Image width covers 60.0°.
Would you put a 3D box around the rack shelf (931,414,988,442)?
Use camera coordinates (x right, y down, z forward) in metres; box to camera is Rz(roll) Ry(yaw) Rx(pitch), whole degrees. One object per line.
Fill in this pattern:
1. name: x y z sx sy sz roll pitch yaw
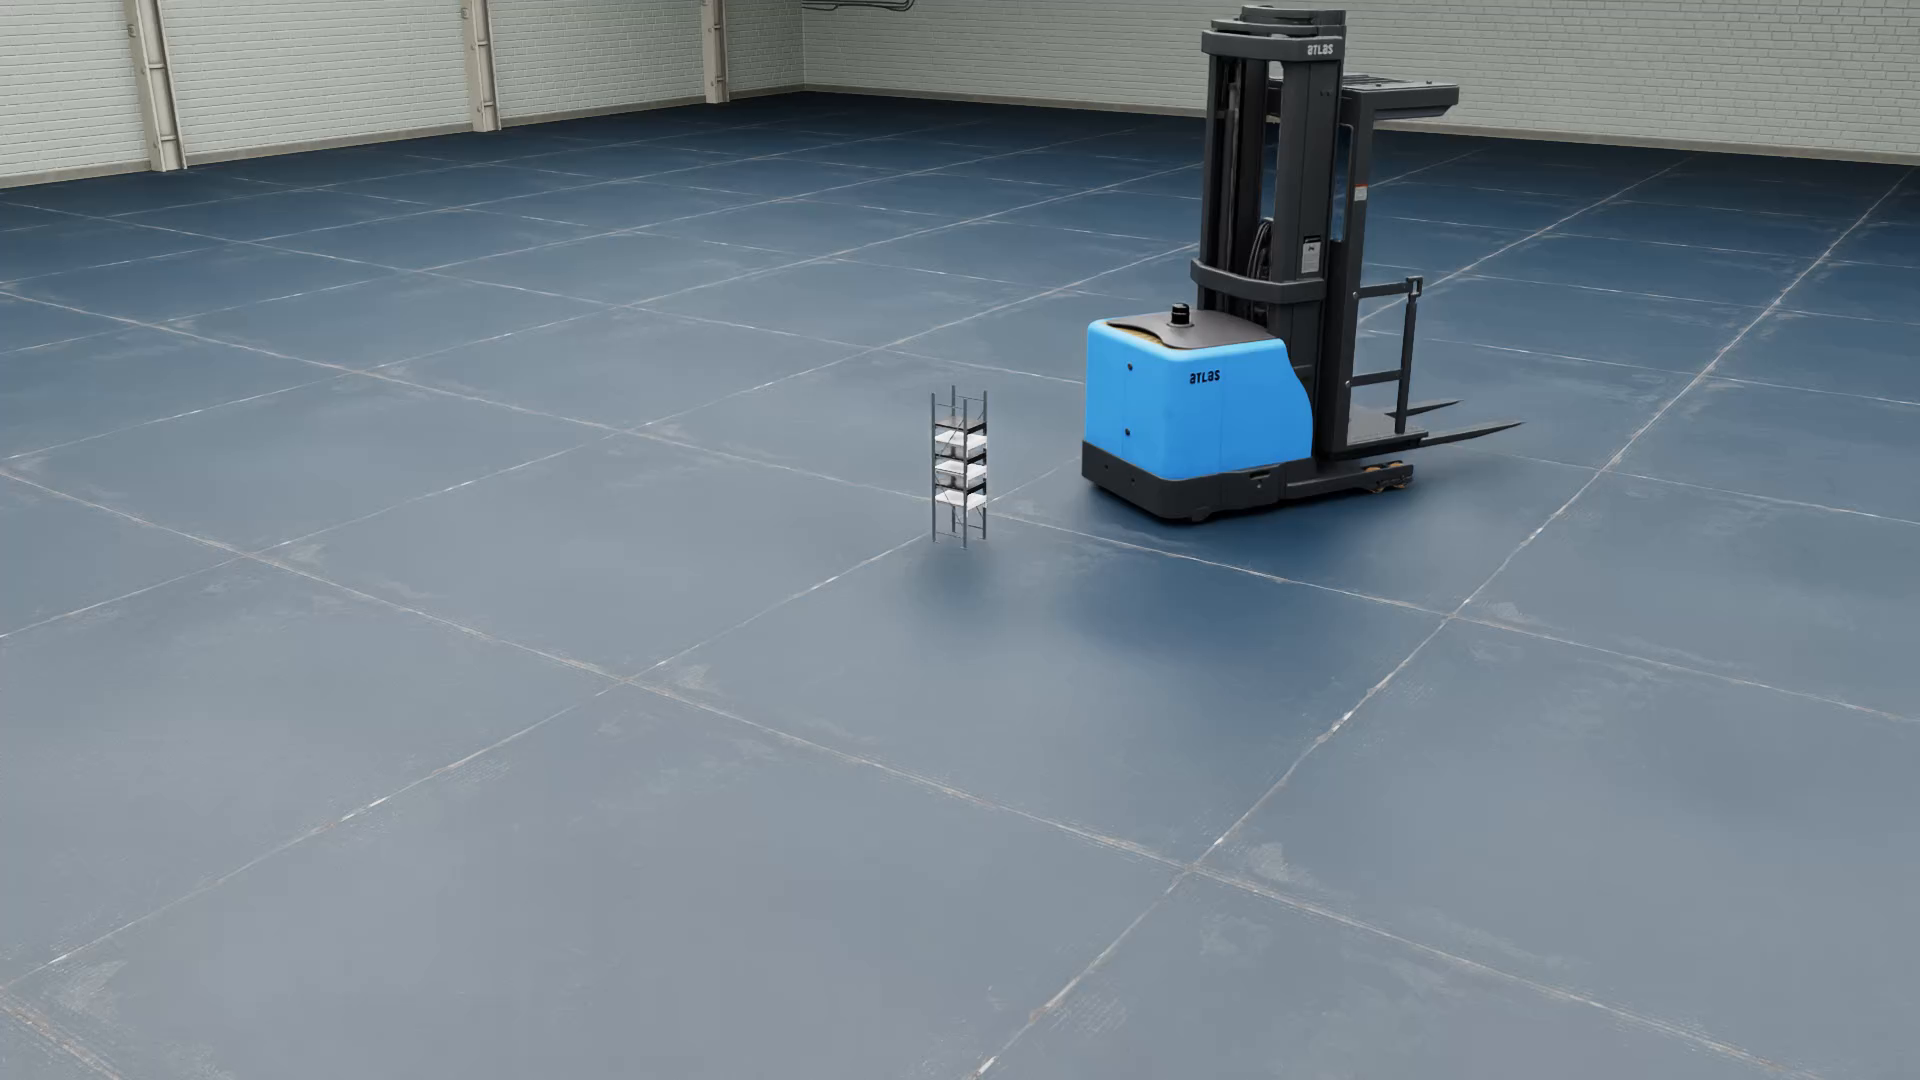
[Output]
1. rack shelf: -0.005 -0.642 9.520 0.258 0.077 0.200 13 24 32

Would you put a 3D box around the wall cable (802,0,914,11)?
1. wall cable: -2.194 -12.274 34.453 3.097 2.526 0.112 13 24 32

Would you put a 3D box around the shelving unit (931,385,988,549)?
1. shelving unit: -0.005 -0.420 9.603 0.258 0.900 0.210 13 24 32

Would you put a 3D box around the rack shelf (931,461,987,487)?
1. rack shelf: -0.005 -0.388 9.614 0.258 0.077 0.200 13 24 32

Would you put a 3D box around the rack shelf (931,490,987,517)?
1. rack shelf: -0.005 -0.220 9.677 0.258 0.077 0.200 13 24 32

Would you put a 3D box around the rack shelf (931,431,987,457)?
1. rack shelf: -0.005 -0.557 9.552 0.258 0.077 0.200 13 24 32

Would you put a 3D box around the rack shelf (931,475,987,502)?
1. rack shelf: -0.005 -0.304 9.645 0.258 0.077 0.200 13 24 32

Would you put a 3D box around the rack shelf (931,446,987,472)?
1. rack shelf: -0.005 -0.473 9.583 0.258 0.077 0.200 13 24 32

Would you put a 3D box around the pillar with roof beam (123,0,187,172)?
1. pillar with roof beam: -8.129 -8.861 20.748 9.100 9.000 0.400 13 24 32

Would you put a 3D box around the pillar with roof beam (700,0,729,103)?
1. pillar with roof beam: -1.383 -12.304 30.056 9.100 9.000 0.400 13 24 32

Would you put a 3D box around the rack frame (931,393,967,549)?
1. rack frame: -0.062 -0.391 9.524 0.240 0.900 0.006 13 24 32

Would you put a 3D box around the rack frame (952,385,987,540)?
1. rack frame: 0.053 -0.449 9.681 0.240 0.900 0.006 13 24 32

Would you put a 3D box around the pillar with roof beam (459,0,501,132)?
1. pillar with roof beam: -4.756 -10.582 25.402 9.100 9.000 0.400 13 24 32

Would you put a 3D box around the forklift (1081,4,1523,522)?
1. forklift: 2.328 -1.824 10.471 3.031 2.935 1.130 -10 23 -26
